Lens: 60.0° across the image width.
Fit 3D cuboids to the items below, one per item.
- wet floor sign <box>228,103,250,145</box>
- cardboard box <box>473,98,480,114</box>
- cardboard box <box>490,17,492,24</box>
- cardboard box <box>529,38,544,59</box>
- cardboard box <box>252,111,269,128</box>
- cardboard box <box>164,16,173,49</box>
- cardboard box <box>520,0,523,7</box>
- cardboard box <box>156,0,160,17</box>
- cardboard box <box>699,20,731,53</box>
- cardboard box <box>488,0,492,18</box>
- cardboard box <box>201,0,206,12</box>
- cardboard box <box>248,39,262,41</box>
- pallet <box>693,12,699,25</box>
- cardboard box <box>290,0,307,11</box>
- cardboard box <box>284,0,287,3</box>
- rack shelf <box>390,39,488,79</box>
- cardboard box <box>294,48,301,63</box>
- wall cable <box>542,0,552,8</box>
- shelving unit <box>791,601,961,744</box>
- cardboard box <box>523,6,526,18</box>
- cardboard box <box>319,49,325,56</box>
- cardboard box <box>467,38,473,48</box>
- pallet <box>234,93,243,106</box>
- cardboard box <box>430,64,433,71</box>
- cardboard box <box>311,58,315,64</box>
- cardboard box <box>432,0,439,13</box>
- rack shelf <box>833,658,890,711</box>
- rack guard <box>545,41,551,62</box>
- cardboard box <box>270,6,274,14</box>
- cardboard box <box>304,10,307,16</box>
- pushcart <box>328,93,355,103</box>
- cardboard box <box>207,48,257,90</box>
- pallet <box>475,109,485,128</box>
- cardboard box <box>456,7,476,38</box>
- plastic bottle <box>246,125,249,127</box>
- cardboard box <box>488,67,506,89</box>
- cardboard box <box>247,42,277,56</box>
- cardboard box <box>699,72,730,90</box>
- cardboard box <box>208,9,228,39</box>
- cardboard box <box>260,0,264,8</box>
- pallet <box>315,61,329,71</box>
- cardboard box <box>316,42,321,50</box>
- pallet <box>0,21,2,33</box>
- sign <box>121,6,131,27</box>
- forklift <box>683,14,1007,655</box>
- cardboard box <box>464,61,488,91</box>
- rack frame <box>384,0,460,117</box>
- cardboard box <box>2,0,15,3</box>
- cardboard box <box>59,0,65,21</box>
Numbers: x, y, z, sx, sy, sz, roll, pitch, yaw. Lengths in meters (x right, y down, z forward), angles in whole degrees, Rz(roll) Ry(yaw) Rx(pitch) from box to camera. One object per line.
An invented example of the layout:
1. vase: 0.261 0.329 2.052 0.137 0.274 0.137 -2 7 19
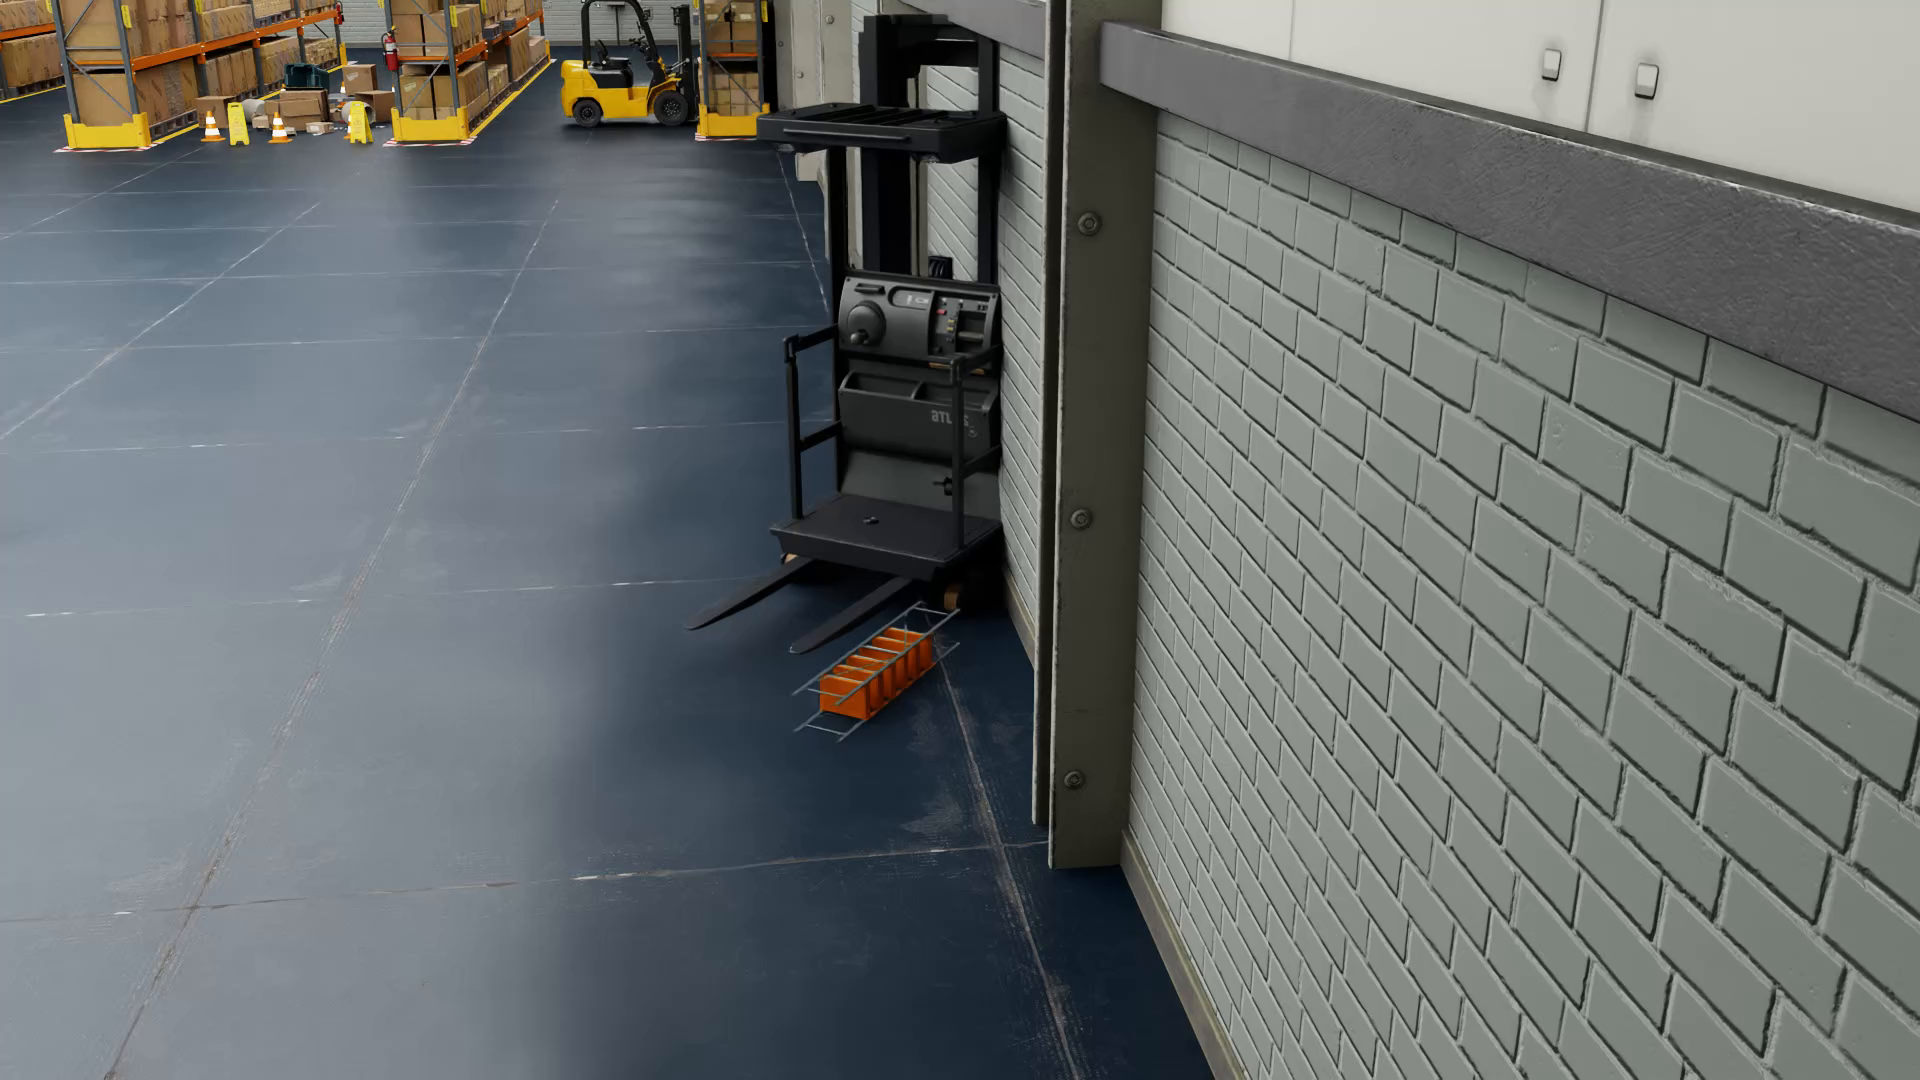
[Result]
1. wet floor sign: -11.612 -6.697 26.725 0.267 0.644 0.232 -7 21 -17
2. cardboard box: -8.692 -7.562 29.006 0.500 0.250 0.500 -2 21 -4
3. cardboard box: -9.175 -9.939 31.798 0.380 0.149 0.250 -3 21 -7
4. cardboard box: -10.664 -11.991 40.596 0.875 0.438 0.875 -2 21 -6
5. cardboard box: -12.082 -7.312 28.914 0.396 0.266 0.258 1 20 2
6. cardboard box: -14.024 -8.656 28.391 0.875 0.550 0.550 -3 21 -8
7. cardboard box: -10.038 -12.001 37.060 0.500 0.250 0.500 -2 21 -6
8. cardboard box: -13.913 -8.980 27.715 0.875 0.550 0.500 -3 21 -8
9. cardboard box: -4.111 -8.451 27.912 0.500 0.500 0.500 -3 21 -9
10. cardboard box: -9.125 -10.113 31.338 0.500 0.500 0.500 -3 21 -8
11. cardboard box: -14.306 -9.960 30.524 0.700 0.500 0.500 -3 21 -9
12. cardboard box: -15.312 -10.612 35.742 0.500 0.250 0.500 -2 21 -6
13. pallet: -5.101 -11.158 35.577 1.213 0.211 1.003 -3 21 -8
14. cardboard box: -15.127 -12.235 37.620 0.500 0.500 0.500 -3 21 -9
15. cardboard box: -15.013 -11.865 36.529 0.380 0.149 0.250 -3 21 -7
16. rack shelf: -8.980 -8.350 28.815 1.077 0.370 4.000 -3 21 -8
17. cardboard box: -14.949 -10.647 36.909 0.500 0.500 0.500 -3 21 -9
18. wall cable: -11.834 -15.976 46.708 0.585 1.953 0.123 -3 21 -8
19. shelving unit: -0.370 0.601 7.830 0.258 0.189 1.200 10 23 25
20. cardboard box: -10.107 -11.937 37.603 0.500 0.250 0.500 -3 21 -9
21. cardboard box: -15.274 -11.540 39.376 0.380 0.149 0.250 -3 21 -7
22. cardboard box: -8.690 -8.637 28.914 0.380 0.149 0.250 -3 21 -7
23. pallet: -14.517 -8.476 32.107 1.003 0.211 1.213 -3 21 -8
24. cardboard box: -9.254 -8.125 28.514 0.380 0.149 0.250 -2 21 -5
25. cardboard box: -15.251 -11.130 38.702 0.380 0.149 0.250 -3 21 -9
26. cardboard box: -9.047 -8.991 27.505 0.700 0.500 0.500 -3 21 -7
27. rack shelf: -0.458 0.662 7.667 0.258 0.180 0.103 10 23 25
28. rack guard: -11.002 -12.372 42.127 1.175 0.500 0.348 -3 21 -8
29. cardboard box: -14.823 -11.273 35.372 0.380 0.149 0.250 -4 21 -10
30. cardboard box: -15.257 -12.132 38.270 0.380 0.149 0.250 -4 21 -10
31. pushcart: -11.517 -8.019 30.647 1.648 0.377 0.936 -11 23 -26
32. cardboard box: -14.730 -9.408 33.232 1.050 0.750 0.750 -3 21 -8
33. pallet: -8.957 -7.420 29.280 1.003 0.211 1.213 -3 21 -8
34. cardboard box: -8.798 -9.067 29.138 0.500 0.500 0.500 -2 21 -6
35. plastic bottle: -12.484 -7.167 28.818 0.283 0.061 0.133 -11 23 -26
36. cardboard box: -9.659 -9.279 33.429 0.950 0.372 0.625 -3 21 -9
37. cardboard box: -14.662 -10.284 34.863 0.500 0.250 0.500 -3 21 -8
38. cardboard box: -4.155 -7.767 28.126 0.500 0.250 0.500 -2 21 -6
39. cardboard box: -14.105 -9.686 31.219 0.500 0.500 0.500 -3 21 -8
40. cardboard box: -14.719 -11.149 34.614 0.380 0.149 0.250 -3 21 -8
41. pallet: -15.616 -11.213 39.436 1.003 0.211 1.213 -3 21 -8
42. cardboard box: -15.350 -11.677 39.318 0.380 0.149 0.250 -3 21 -7
43. pallet: -19.443 -9.934 32.300 1.213 0.211 1.003 -3 21 -8
44. sign: -13.025 -8.179 25.977 0.100 0.325 0.005 -3 21 -8
45. forklift: -0.323 -1.161 8.634 1.130 2.935 3.031 11 23 26
46. cardboard box: -8.917 -8.449 30.307 0.500 0.500 0.500 -3 21 -9
47. rack frame: -8.692 -7.995 26.835 1.000 3.000 0.127 -3 21 -8
48. cardboard box: -19.832 -11.261 34.004 0.797 0.503 0.637 -2 21 -6
49. cardboard box: -19.890 -11.549 36.207 0.500 0.500 0.500 -3 21 -8
